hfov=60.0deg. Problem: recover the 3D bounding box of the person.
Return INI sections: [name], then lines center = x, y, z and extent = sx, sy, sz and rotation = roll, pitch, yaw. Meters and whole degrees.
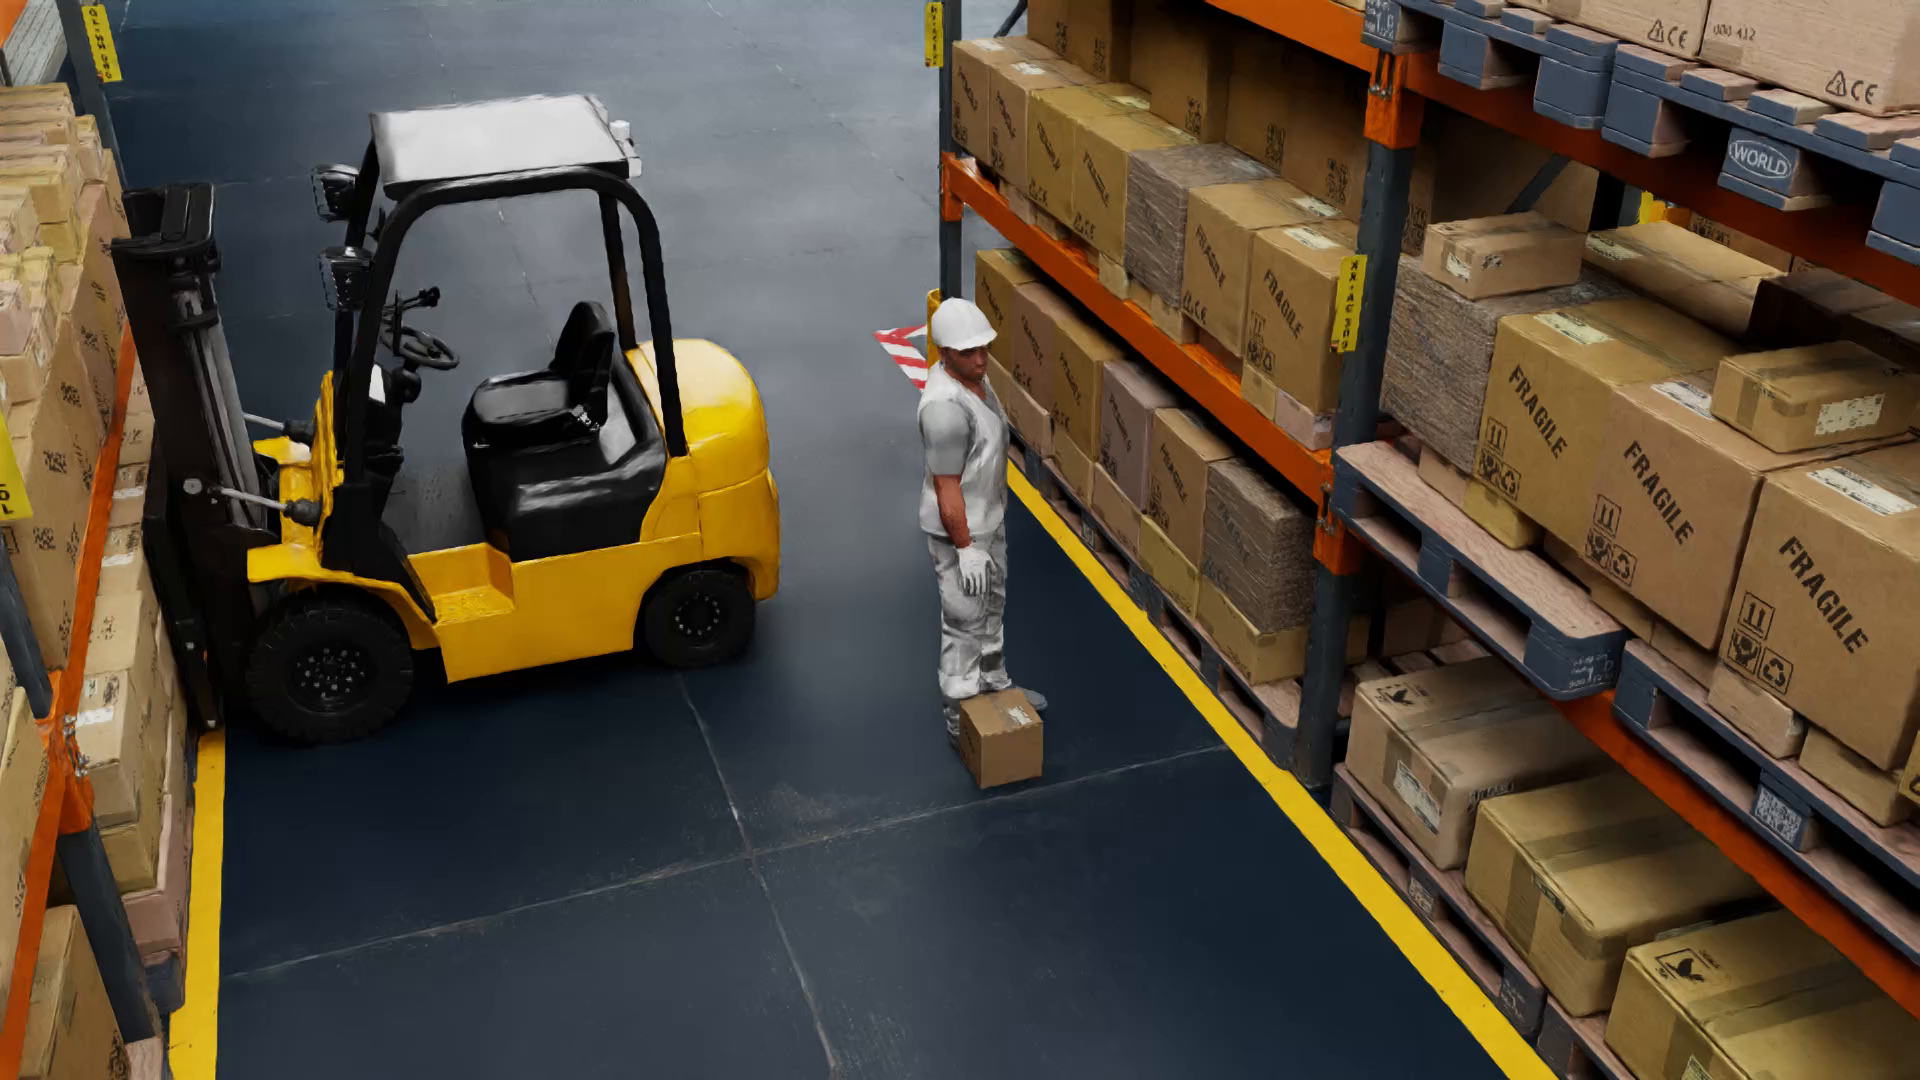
[person]
center = 0.091, -0.056, 6.169
extent = 0.476, 1.790, 0.594
rotation = 6, 30, 11
